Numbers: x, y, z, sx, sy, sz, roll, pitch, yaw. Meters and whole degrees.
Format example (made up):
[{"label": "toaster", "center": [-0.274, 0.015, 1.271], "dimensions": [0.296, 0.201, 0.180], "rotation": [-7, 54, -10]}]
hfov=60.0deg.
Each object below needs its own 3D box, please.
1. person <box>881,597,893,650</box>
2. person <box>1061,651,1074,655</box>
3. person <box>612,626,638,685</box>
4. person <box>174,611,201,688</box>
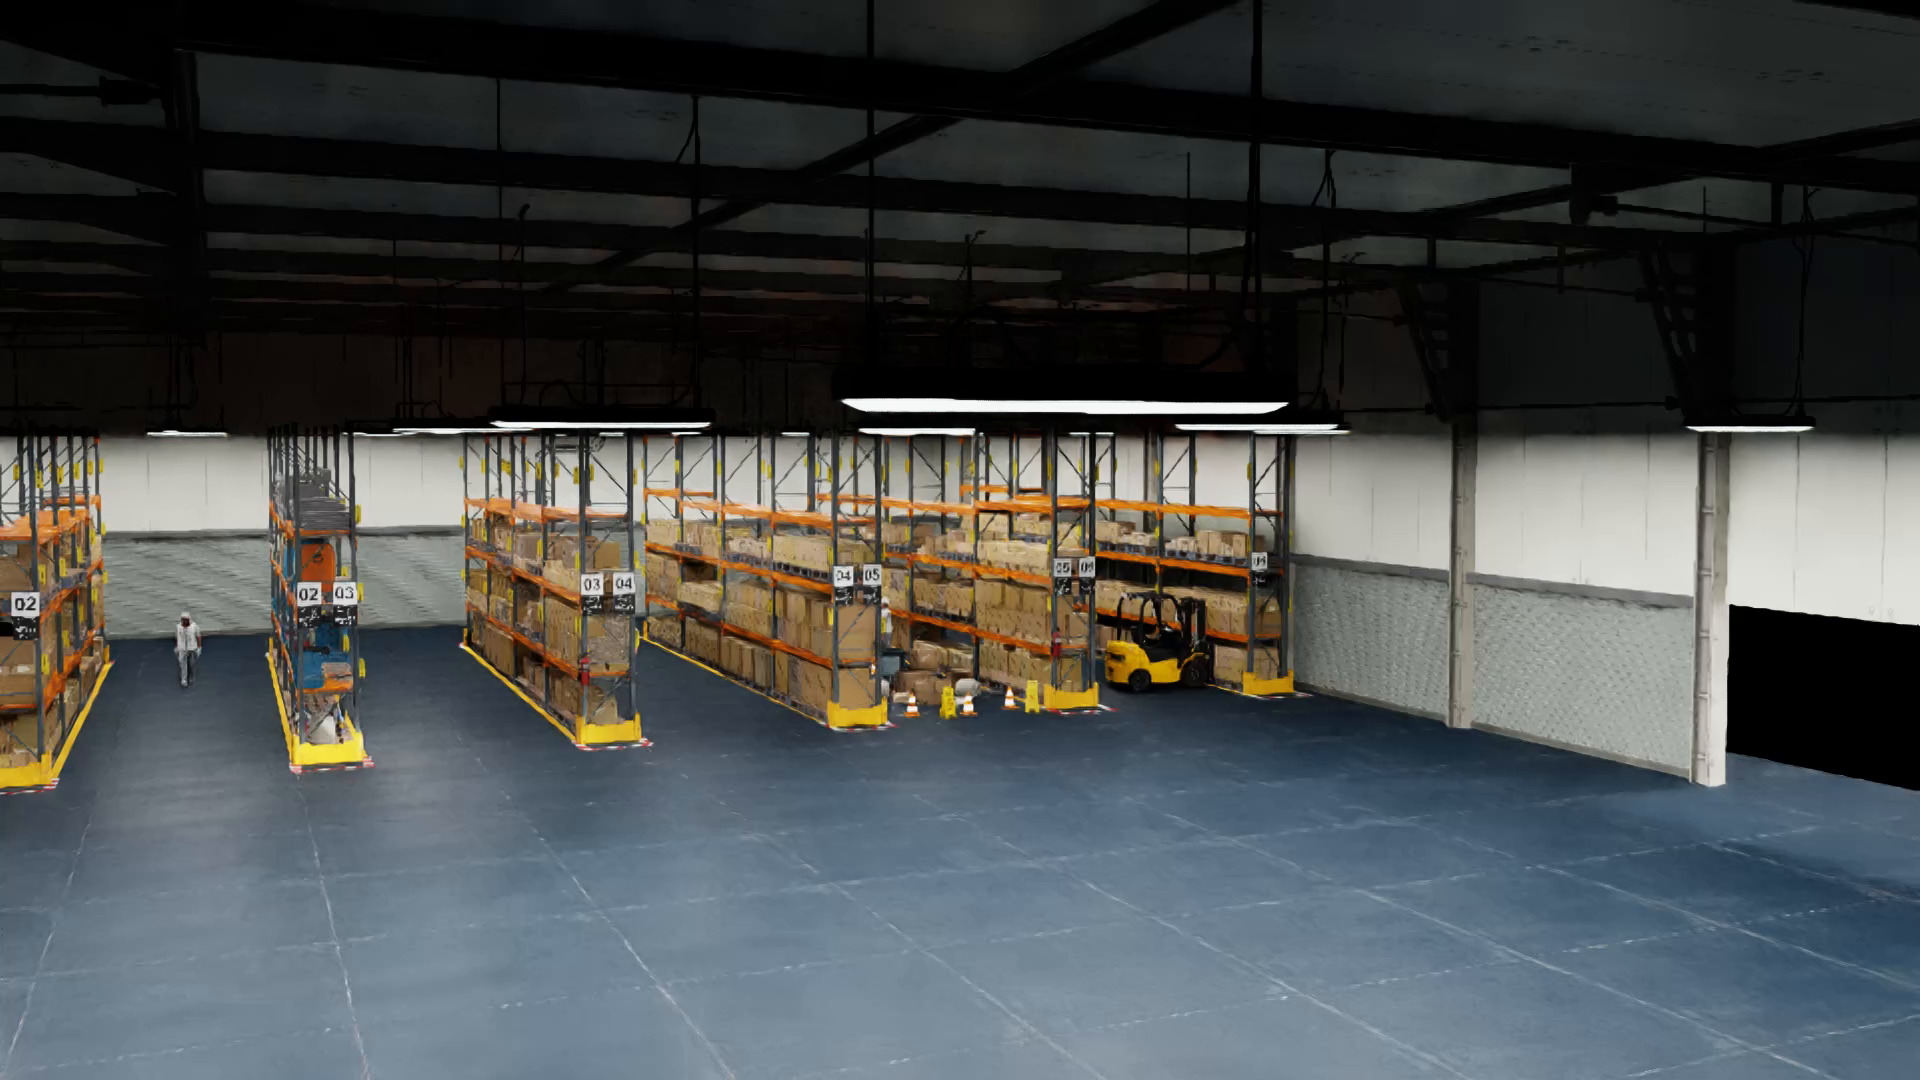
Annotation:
[{"label": "person", "center": [-1.889, 2.300, 41.347], "dimensions": [0.581, 1.768, 0.641], "rotation": [0, 3, 0]}, {"label": "person", "center": [2.449, 2.478, 39.145], "dimensions": [0.550, 1.680, 0.636], "rotation": [0, 4, 7]}, {"label": "person", "center": [-7.777, 2.517, 38.531], "dimensions": [0.682, 1.715, 0.536], "rotation": [-2, 4, -26]}, {"label": "person", "center": [-17.844, 2.510, 38.423], "dimensions": [0.577, 1.733, 1.042], "rotation": [-2, 4, -25]}]
